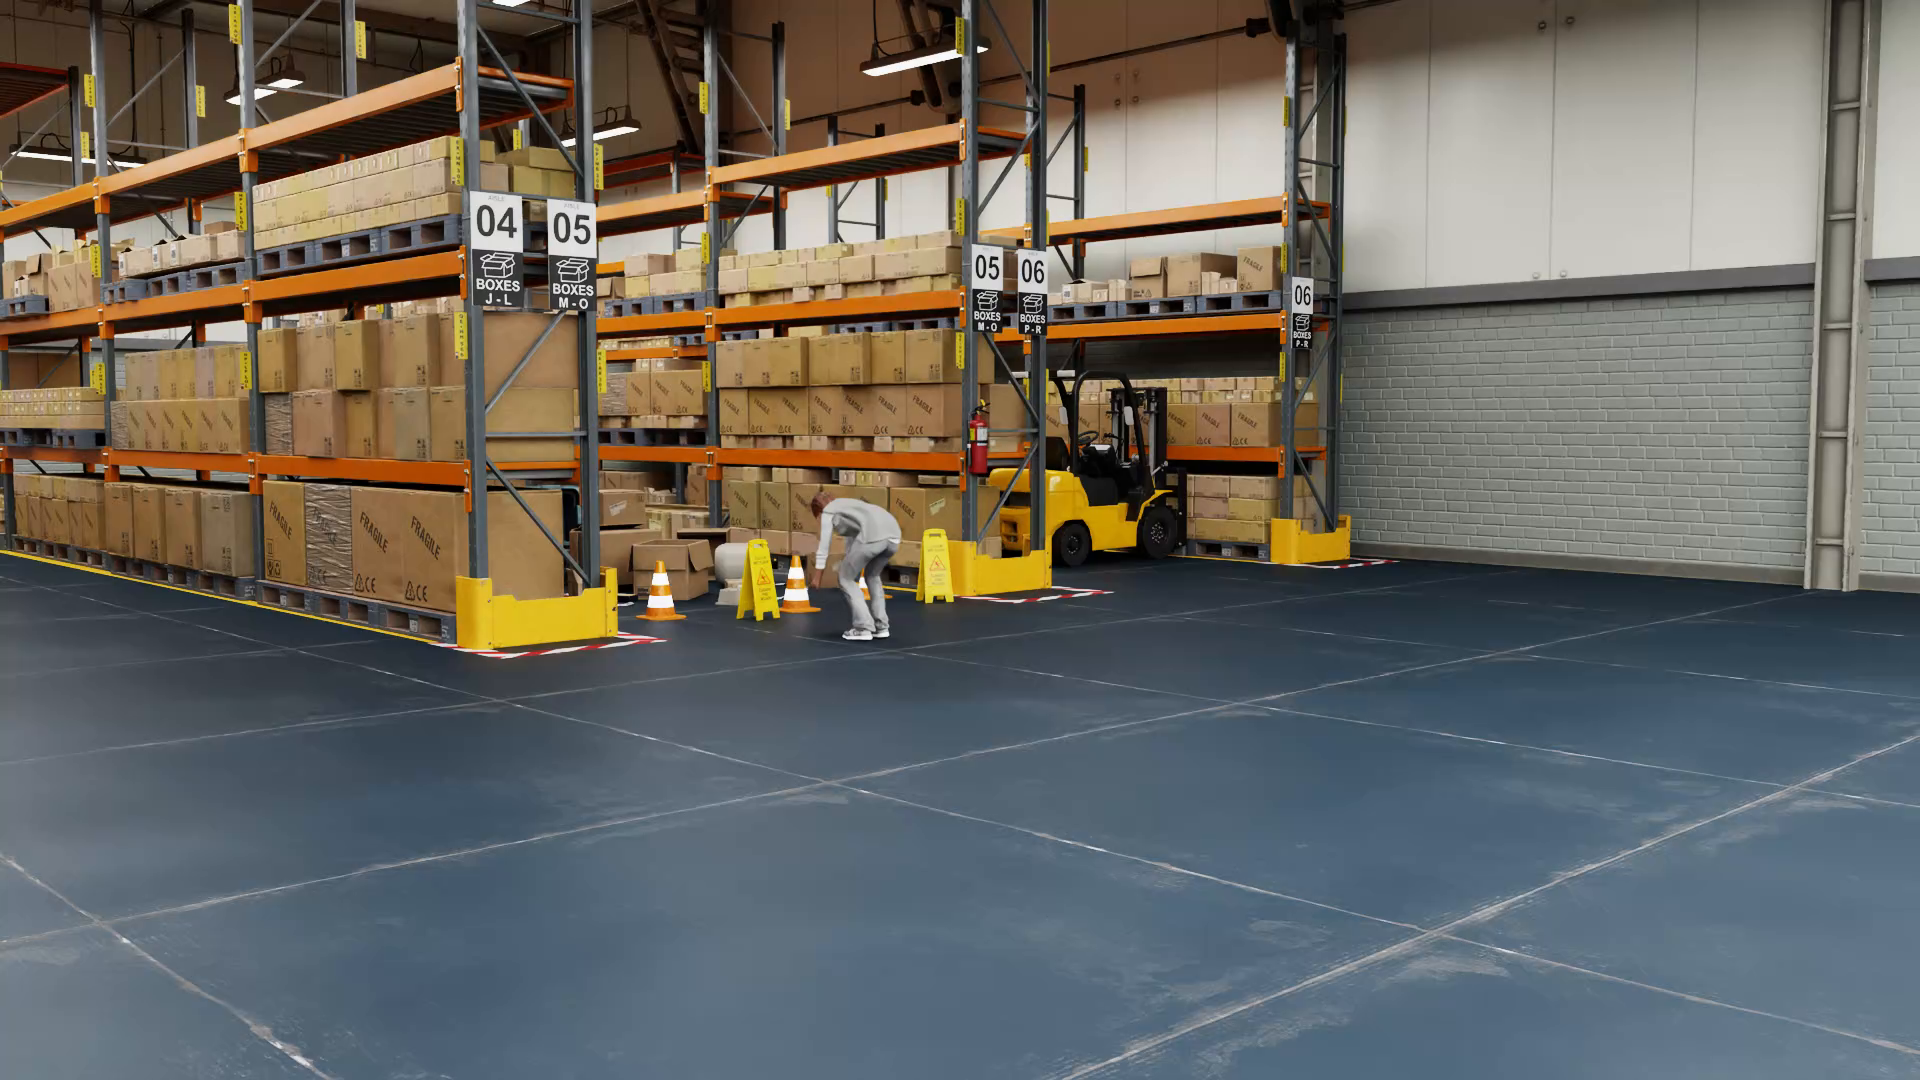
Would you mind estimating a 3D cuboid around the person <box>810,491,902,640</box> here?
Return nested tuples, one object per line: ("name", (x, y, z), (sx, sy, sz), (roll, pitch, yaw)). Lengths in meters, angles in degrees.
("person", (-0.792, 0.196, 12.317), (0.850, 1.058, 0.404), (4, 6, 43))
